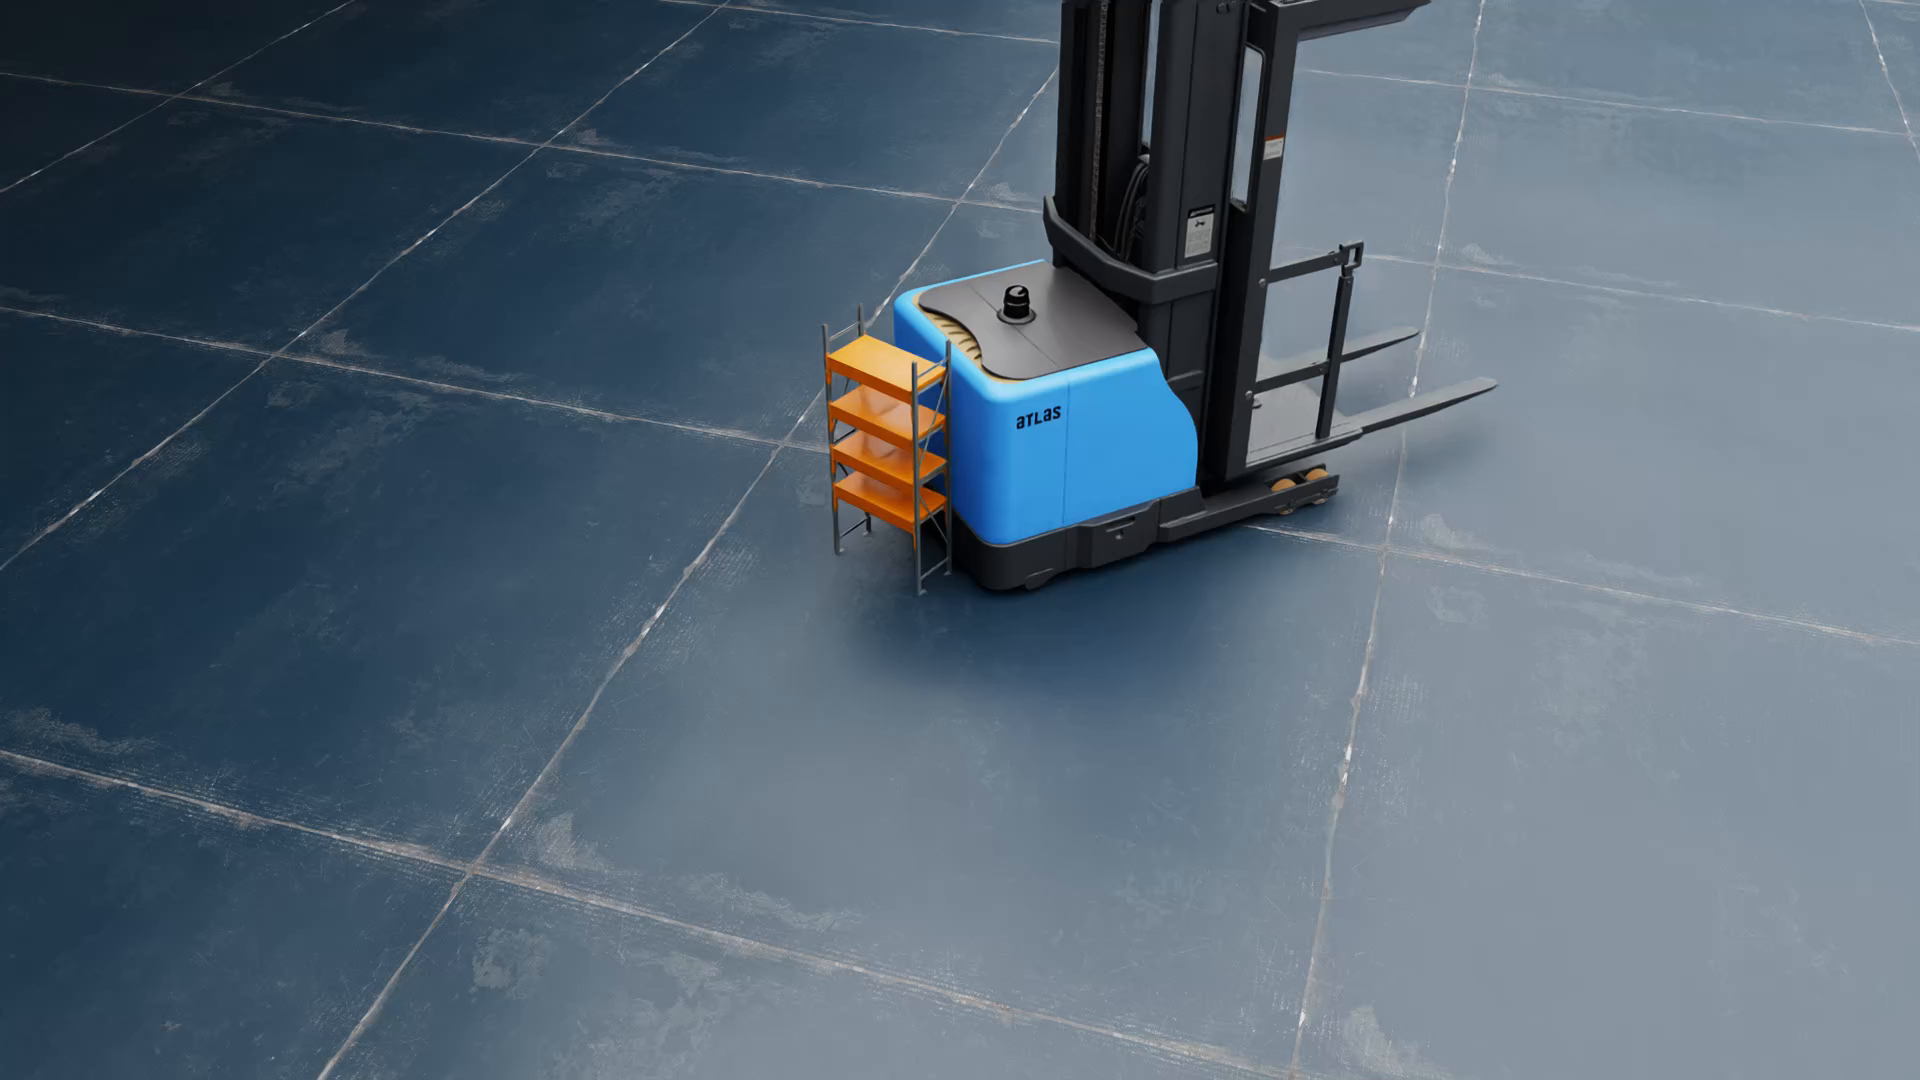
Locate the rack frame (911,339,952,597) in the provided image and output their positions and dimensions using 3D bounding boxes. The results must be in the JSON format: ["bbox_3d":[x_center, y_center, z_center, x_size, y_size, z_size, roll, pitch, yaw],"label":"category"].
[{"bbox_3d":[-0.116,-0.287,7.128,0.015,1.200,0.240,26,43,30],"label":"rack frame"}]

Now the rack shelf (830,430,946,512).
[{"bbox_3d":[-0.306,-0.324,7.291,0.480,0.148,0.258,26,43,30],"label":"rack shelf"}]

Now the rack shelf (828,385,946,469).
[{"bbox_3d":[-0.306,-0.504,7.159,0.480,0.148,0.258,26,43,30],"label":"rack shelf"}]

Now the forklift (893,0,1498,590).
[{"bbox_3d":[1.238,-1.564,7.402,3.031,2.935,1.130,-17,40,-21],"label":"forklift"}]

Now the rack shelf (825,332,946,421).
[{"bbox_3d":[-0.306,-0.695,7.019,0.480,0.148,0.258,26,43,30],"label":"rack shelf"}]

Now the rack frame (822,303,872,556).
[{"bbox_3d":[-0.495,-0.469,7.375,0.015,1.200,0.240,26,43,30],"label":"rack frame"}]

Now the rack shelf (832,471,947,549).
[{"bbox_3d":[-0.306,-0.164,7.409,0.480,0.148,0.258,26,43,30],"label":"rack shelf"}]

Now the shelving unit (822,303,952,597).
[{"bbox_3d":[-0.306,-0.378,7.252,0.503,1.200,0.258,26,43,30],"label":"shelving unit"}]
